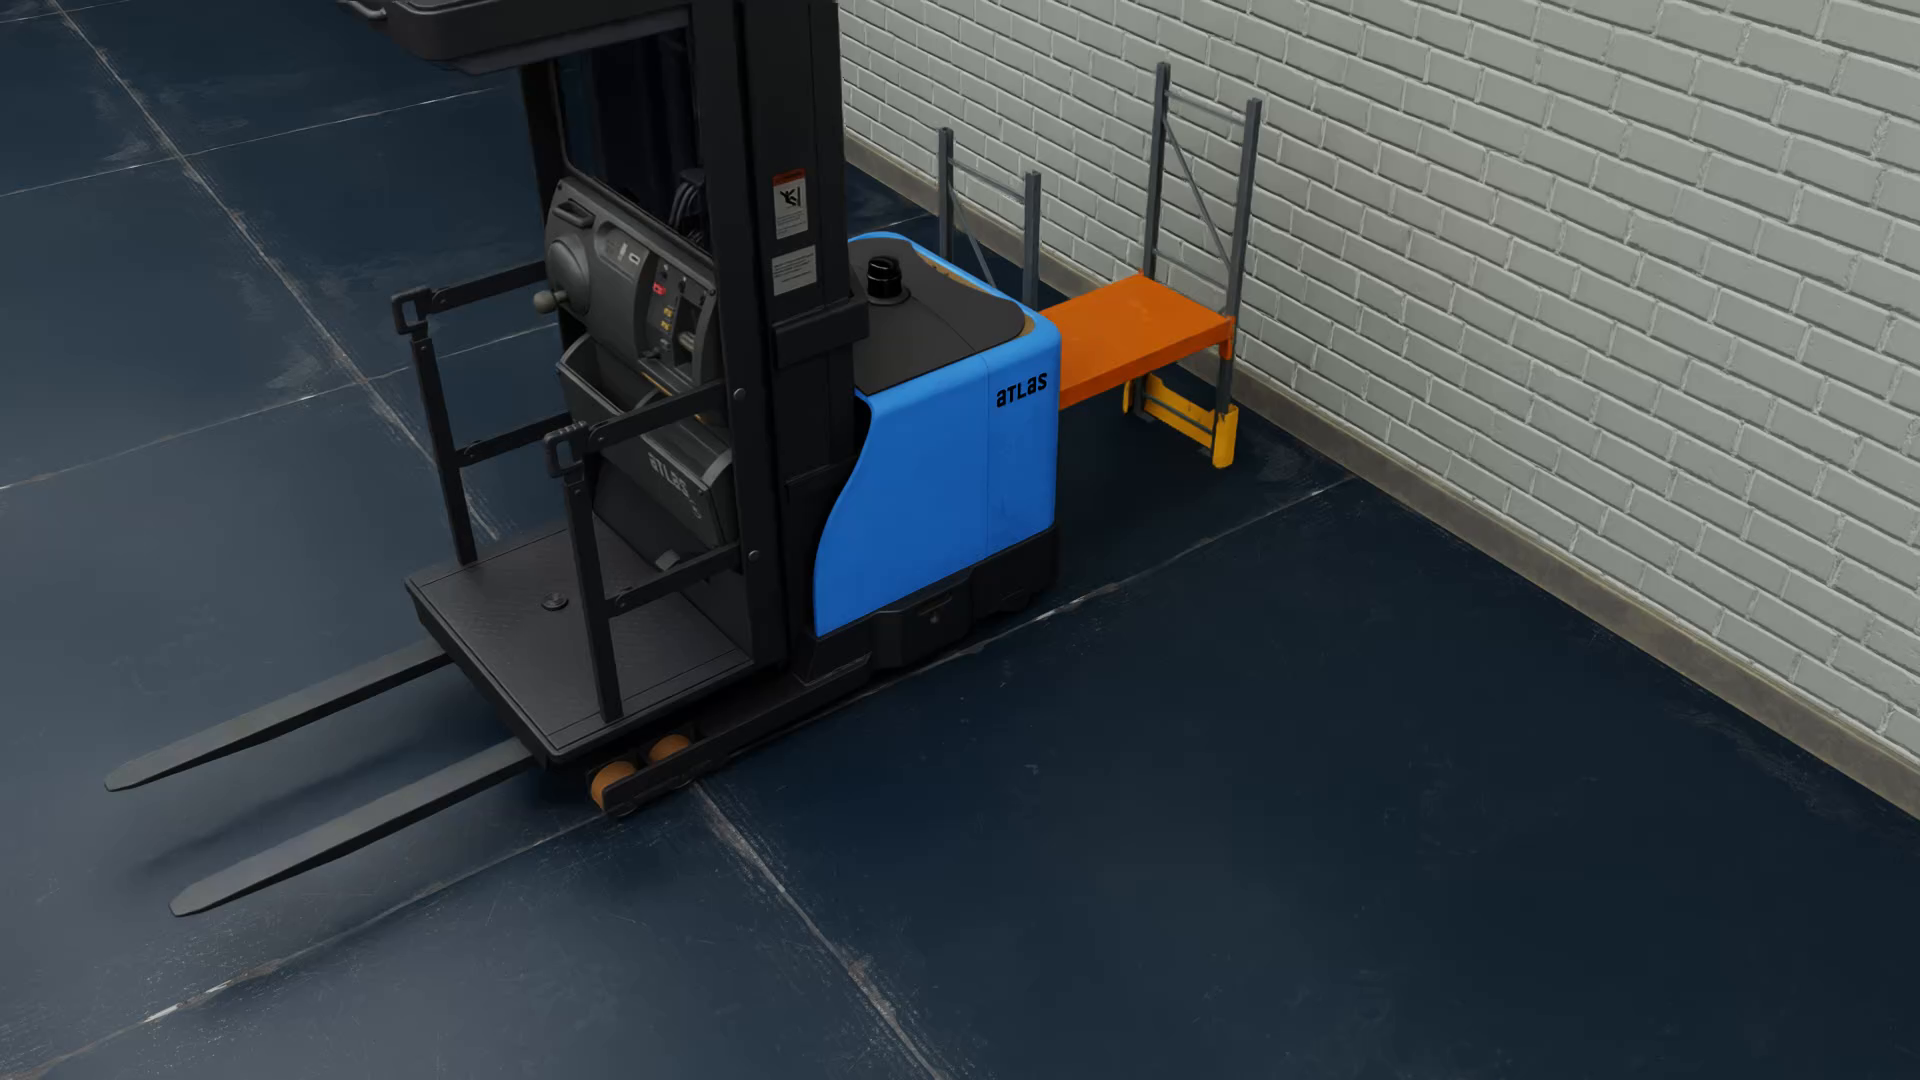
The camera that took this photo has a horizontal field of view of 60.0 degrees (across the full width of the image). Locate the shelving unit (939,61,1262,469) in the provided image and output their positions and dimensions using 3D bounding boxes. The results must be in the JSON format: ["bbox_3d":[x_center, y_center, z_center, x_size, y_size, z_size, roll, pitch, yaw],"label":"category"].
[{"bbox_3d":[0.500,-0.859,6.159,1.083,1.500,0.587,-25,42,-30],"label":"shelving unit"}]

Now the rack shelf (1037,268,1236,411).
[{"bbox_3d":[0.493,-0.709,6.260,1.000,0.185,0.538,-25,42,-30],"label":"rack shelf"}]

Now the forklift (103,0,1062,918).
[{"bbox_3d":[-1.125,-0.697,4.709,3.031,2.935,1.130,-25,42,-30],"label":"forklift"}]

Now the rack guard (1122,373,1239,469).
[{"bbox_3d":[0.891,-0.531,6.775,0.087,0.250,0.587,-25,42,-30],"label":"rack guard"}]

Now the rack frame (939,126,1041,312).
[{"bbox_3d":[0.094,-0.672,5.899,0.032,1.500,0.500,-25,42,-30],"label":"rack frame"}]

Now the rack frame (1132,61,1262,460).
[{"bbox_3d":[0.892,-1.039,6.410,0.032,1.500,0.500,-25,42,-30],"label":"rack frame"}]
